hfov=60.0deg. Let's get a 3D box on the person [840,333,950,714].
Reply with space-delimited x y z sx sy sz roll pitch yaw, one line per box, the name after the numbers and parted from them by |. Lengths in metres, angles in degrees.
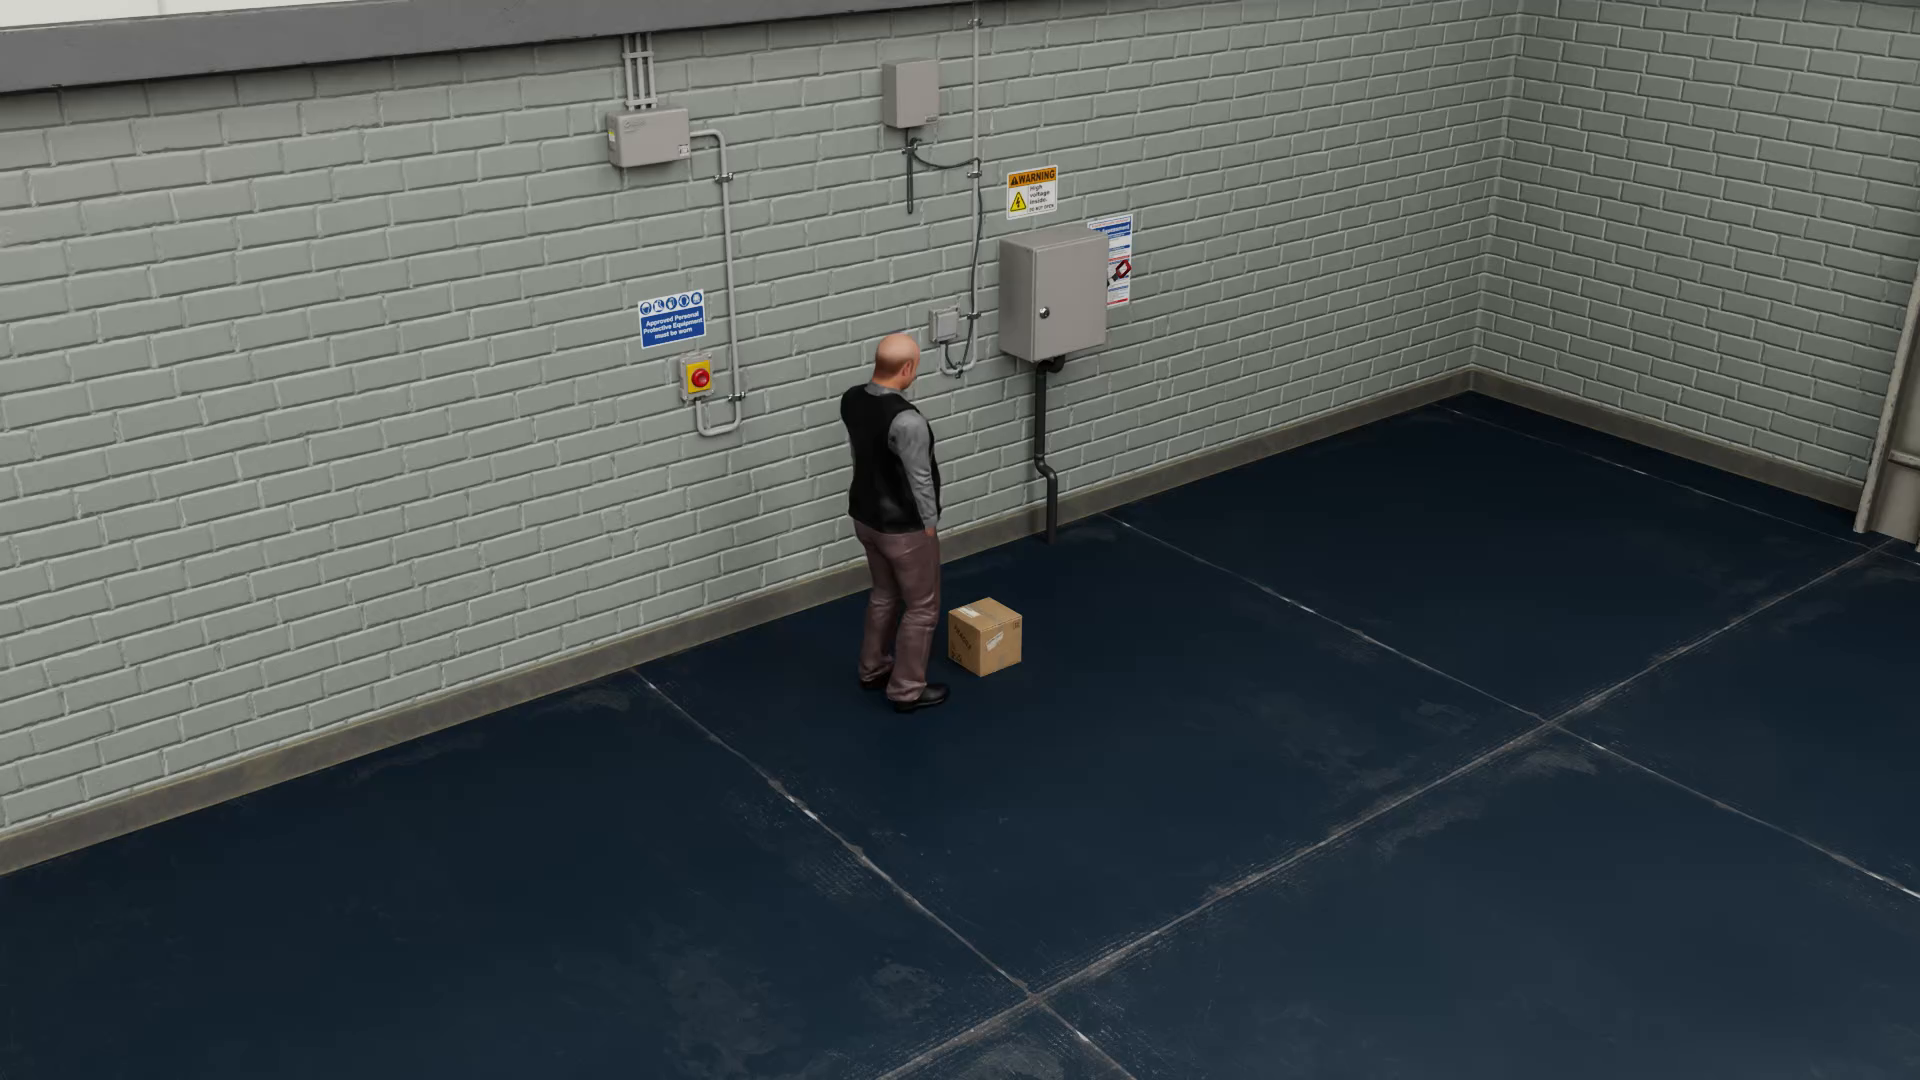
-0.293 -0.080 7.334 0.354 1.708 0.538 -17 30 -33 | person
